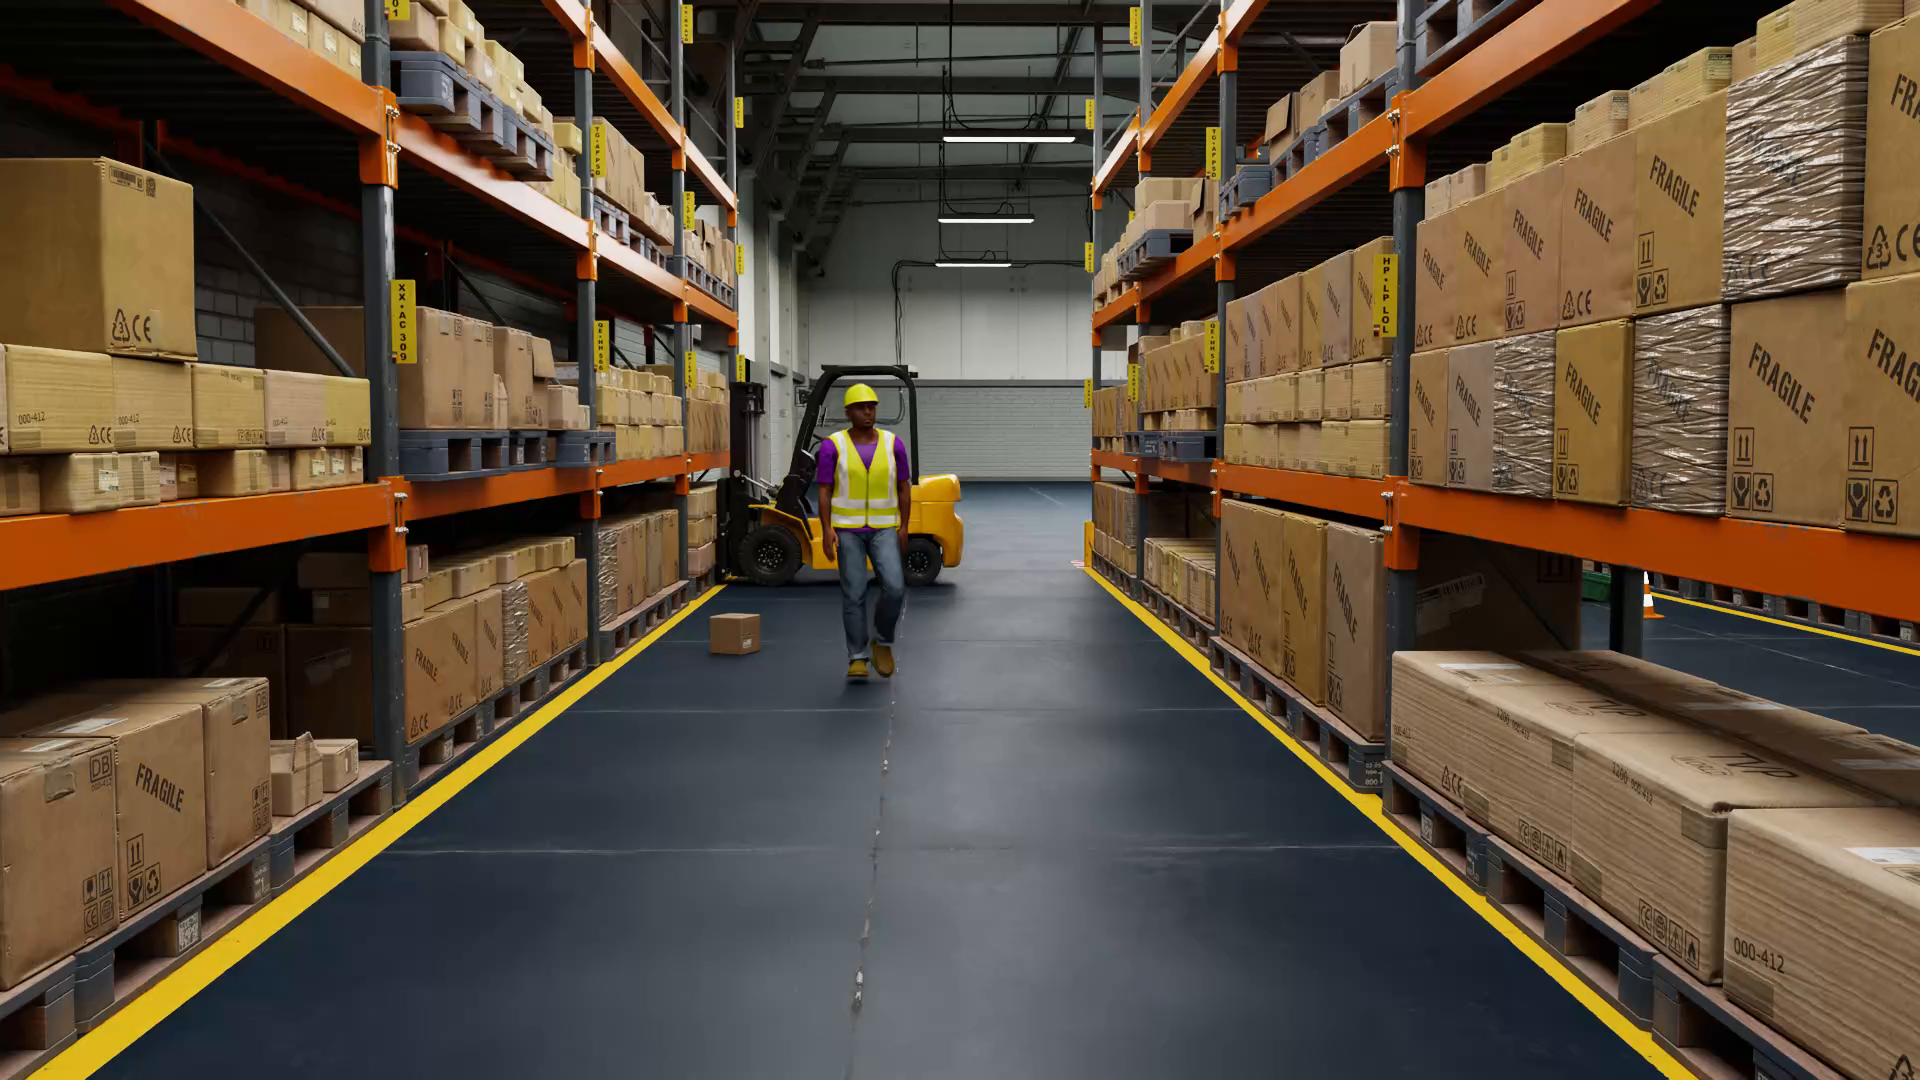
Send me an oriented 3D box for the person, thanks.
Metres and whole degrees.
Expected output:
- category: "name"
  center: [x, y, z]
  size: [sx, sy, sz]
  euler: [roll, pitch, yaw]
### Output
- category: "person"
  center: [-0.569, -0.047, 9.968]
  size: [0.580, 1.775, 0.449]
  euler: [-1, 4, -10]
